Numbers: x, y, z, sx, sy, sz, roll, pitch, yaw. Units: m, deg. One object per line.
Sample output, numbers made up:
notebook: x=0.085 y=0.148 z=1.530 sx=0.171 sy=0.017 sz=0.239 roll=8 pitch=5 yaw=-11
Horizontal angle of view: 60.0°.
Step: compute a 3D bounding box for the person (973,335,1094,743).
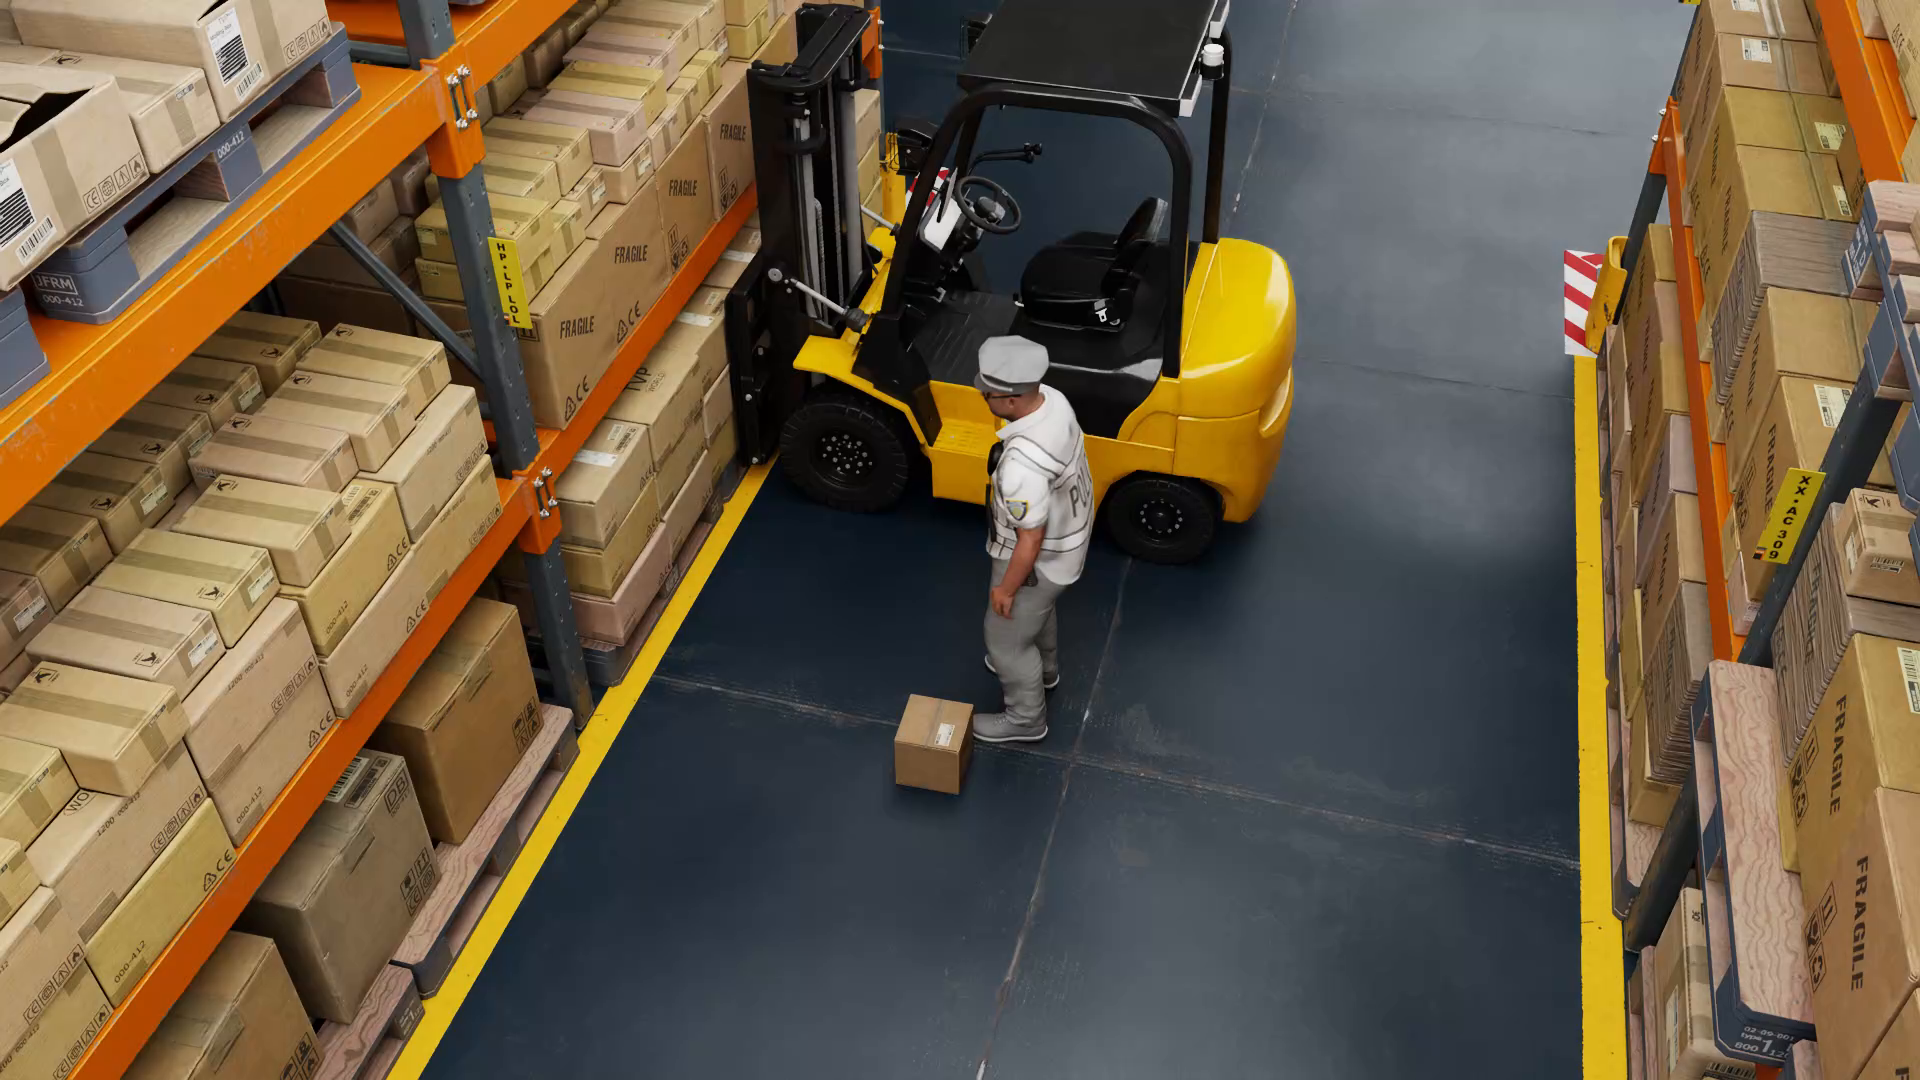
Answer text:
person: x=0.261 y=0.025 z=6.125 sx=0.433 sy=1.744 sz=0.588 roll=8 pitch=41 yaw=9
